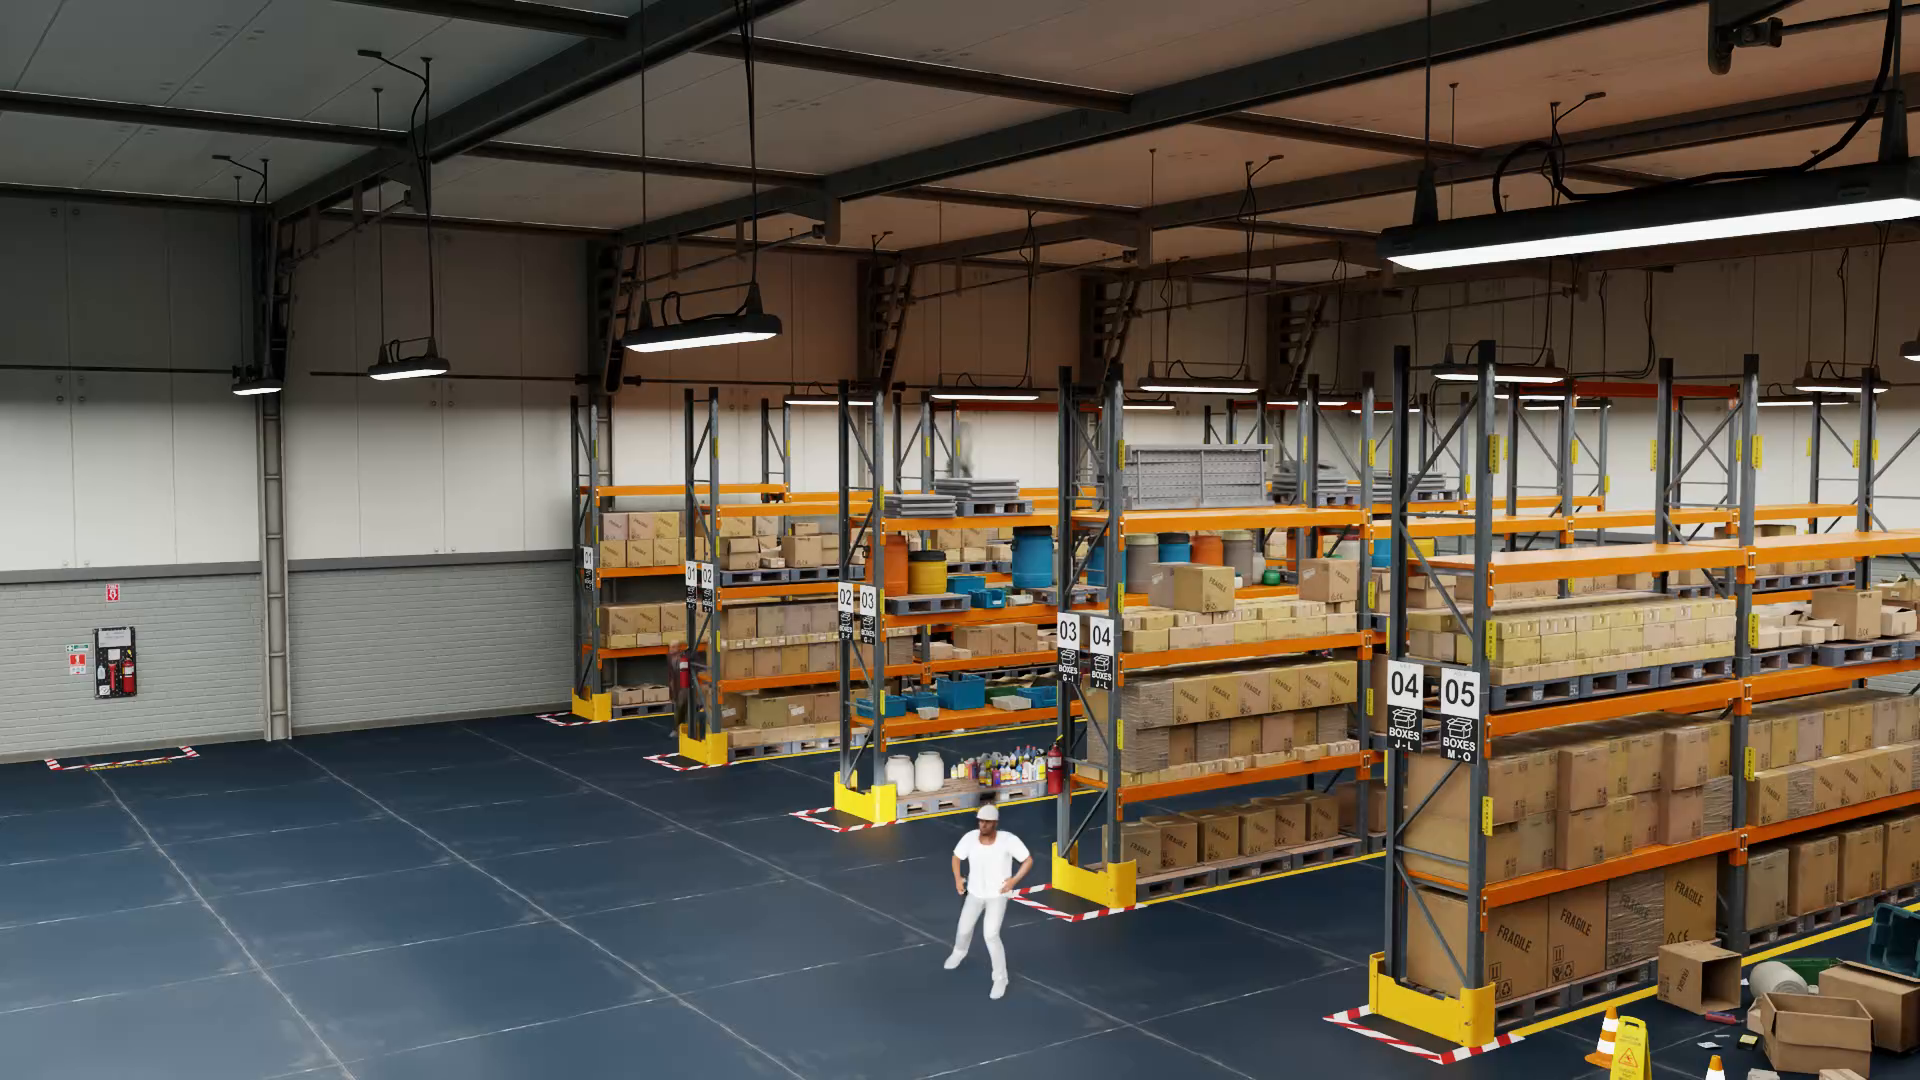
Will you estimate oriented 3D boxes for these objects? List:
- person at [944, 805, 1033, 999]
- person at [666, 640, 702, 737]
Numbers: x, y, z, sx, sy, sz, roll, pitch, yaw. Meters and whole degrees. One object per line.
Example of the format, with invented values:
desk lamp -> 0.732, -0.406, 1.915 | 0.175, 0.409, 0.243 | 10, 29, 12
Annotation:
person -> 0.225, 3.363, 15.757 | 0.921, 1.760, 0.757 | 1, 4, 19
person -> -4.815, 2.579, 29.168 | 0.712, 1.727, 0.819 | 2, 4, 25
